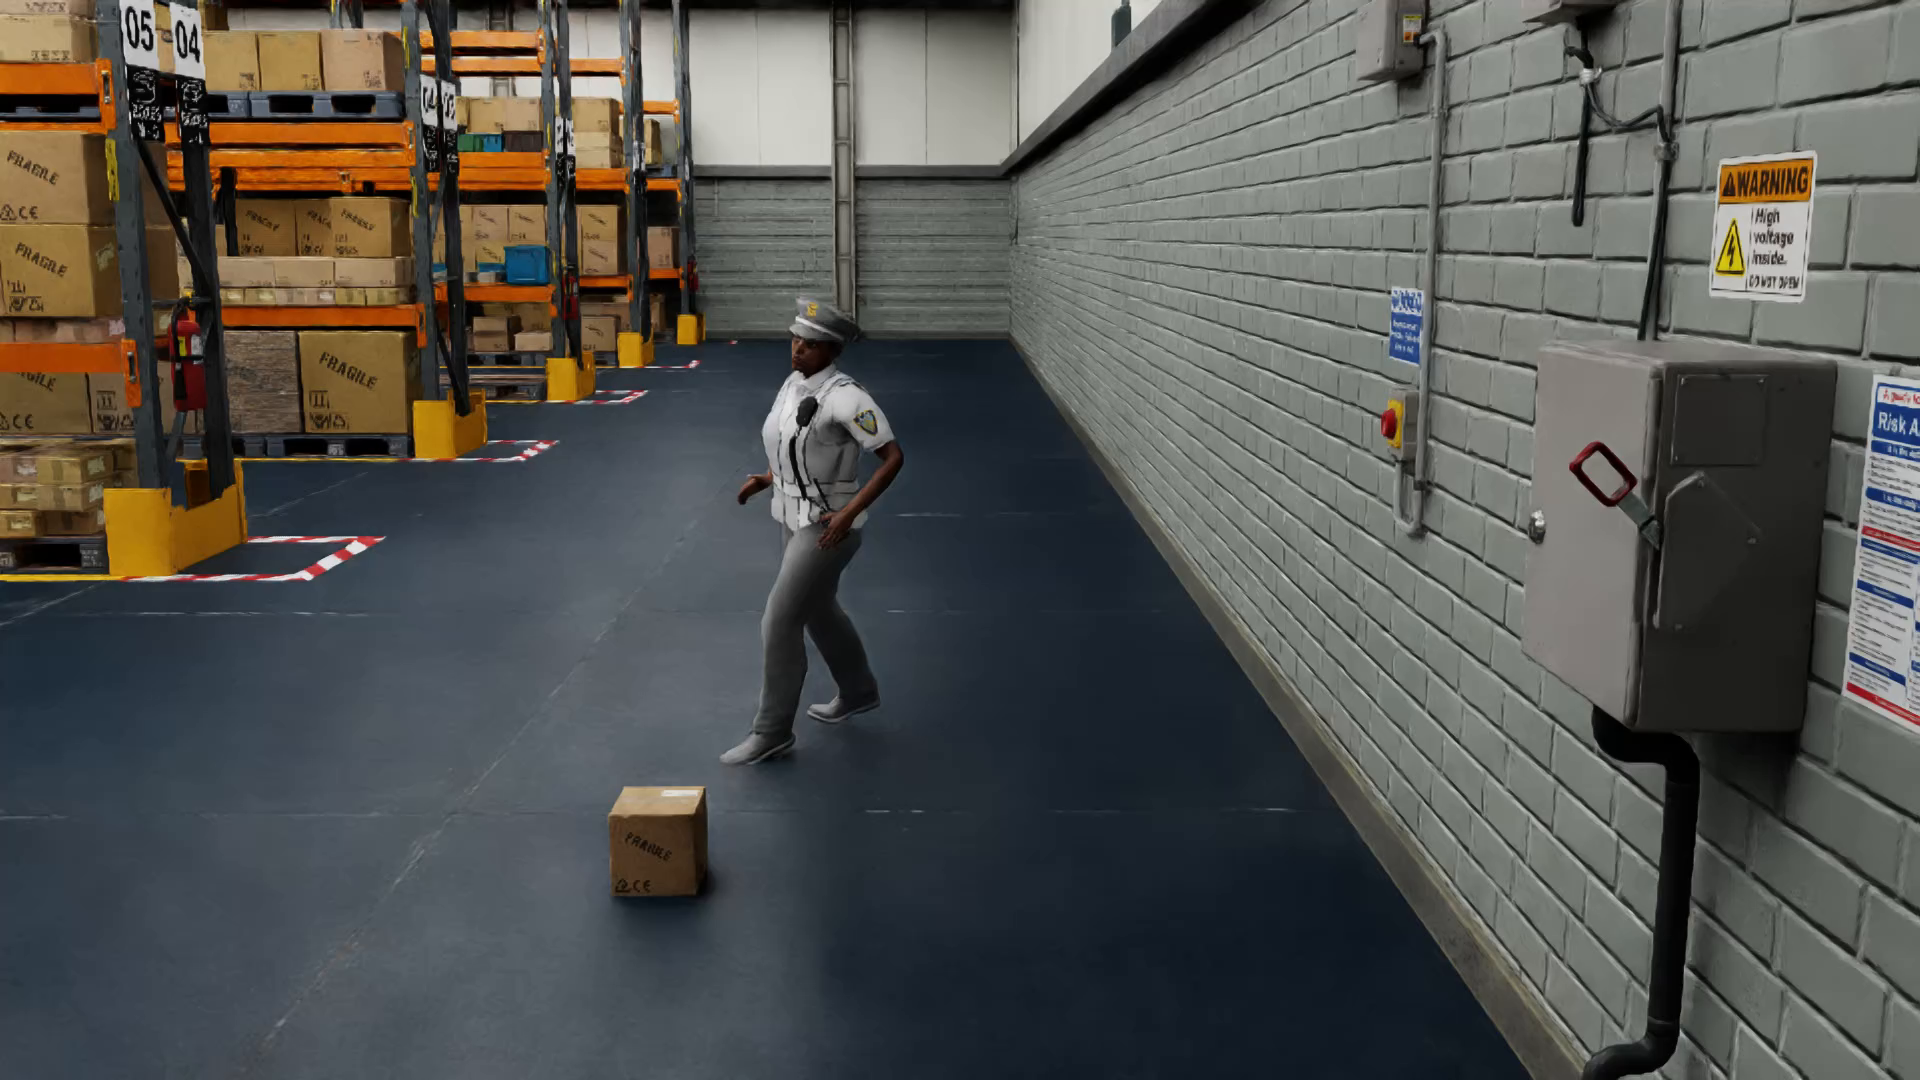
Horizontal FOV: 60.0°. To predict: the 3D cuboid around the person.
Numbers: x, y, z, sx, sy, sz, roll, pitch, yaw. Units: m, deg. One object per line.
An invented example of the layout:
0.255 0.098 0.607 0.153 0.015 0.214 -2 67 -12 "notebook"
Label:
-0.512 -0.014 5.999 0.704 1.719 0.658 -6 12 -29 "person"
